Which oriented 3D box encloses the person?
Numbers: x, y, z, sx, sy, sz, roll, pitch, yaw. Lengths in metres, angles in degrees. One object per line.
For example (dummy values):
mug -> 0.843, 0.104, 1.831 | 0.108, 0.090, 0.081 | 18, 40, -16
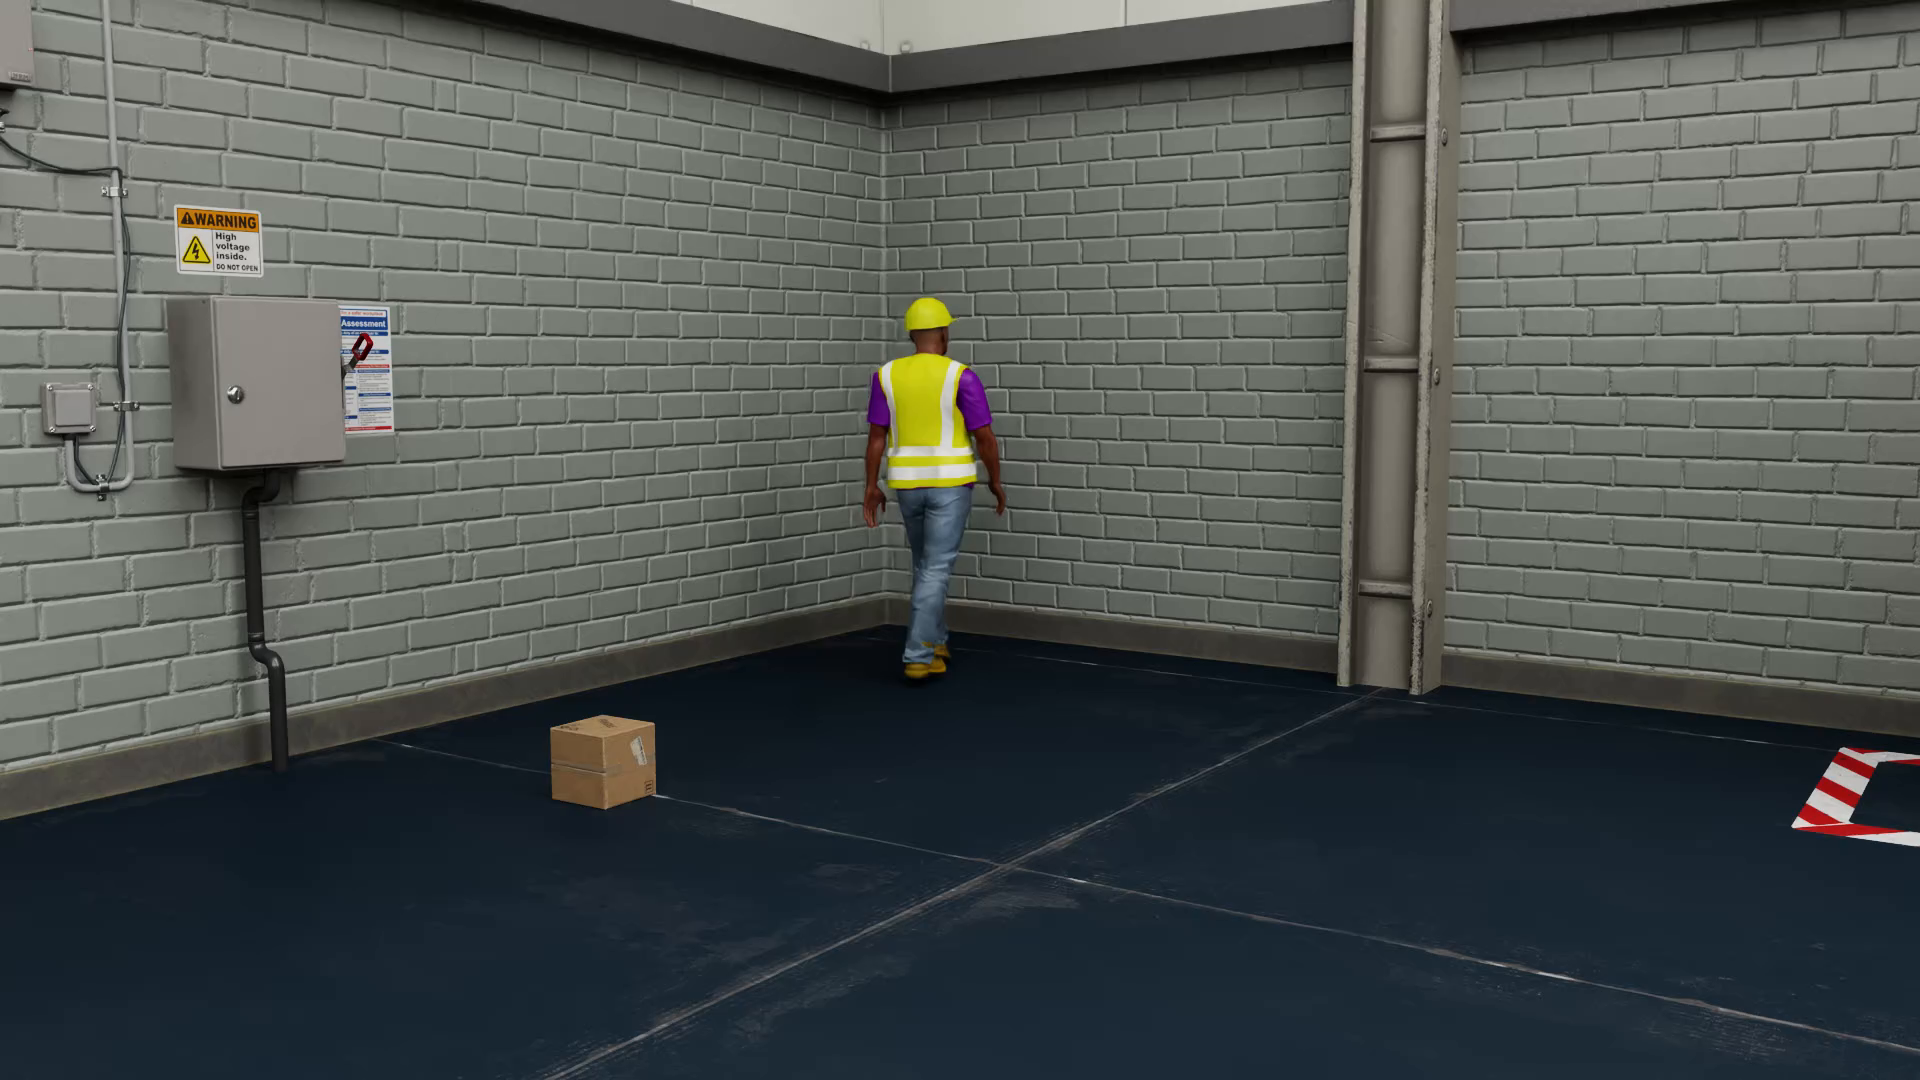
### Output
person -> -0.096, -0.230, 7.825 | 0.615, 1.802, 0.758 | 3, 7, 25
